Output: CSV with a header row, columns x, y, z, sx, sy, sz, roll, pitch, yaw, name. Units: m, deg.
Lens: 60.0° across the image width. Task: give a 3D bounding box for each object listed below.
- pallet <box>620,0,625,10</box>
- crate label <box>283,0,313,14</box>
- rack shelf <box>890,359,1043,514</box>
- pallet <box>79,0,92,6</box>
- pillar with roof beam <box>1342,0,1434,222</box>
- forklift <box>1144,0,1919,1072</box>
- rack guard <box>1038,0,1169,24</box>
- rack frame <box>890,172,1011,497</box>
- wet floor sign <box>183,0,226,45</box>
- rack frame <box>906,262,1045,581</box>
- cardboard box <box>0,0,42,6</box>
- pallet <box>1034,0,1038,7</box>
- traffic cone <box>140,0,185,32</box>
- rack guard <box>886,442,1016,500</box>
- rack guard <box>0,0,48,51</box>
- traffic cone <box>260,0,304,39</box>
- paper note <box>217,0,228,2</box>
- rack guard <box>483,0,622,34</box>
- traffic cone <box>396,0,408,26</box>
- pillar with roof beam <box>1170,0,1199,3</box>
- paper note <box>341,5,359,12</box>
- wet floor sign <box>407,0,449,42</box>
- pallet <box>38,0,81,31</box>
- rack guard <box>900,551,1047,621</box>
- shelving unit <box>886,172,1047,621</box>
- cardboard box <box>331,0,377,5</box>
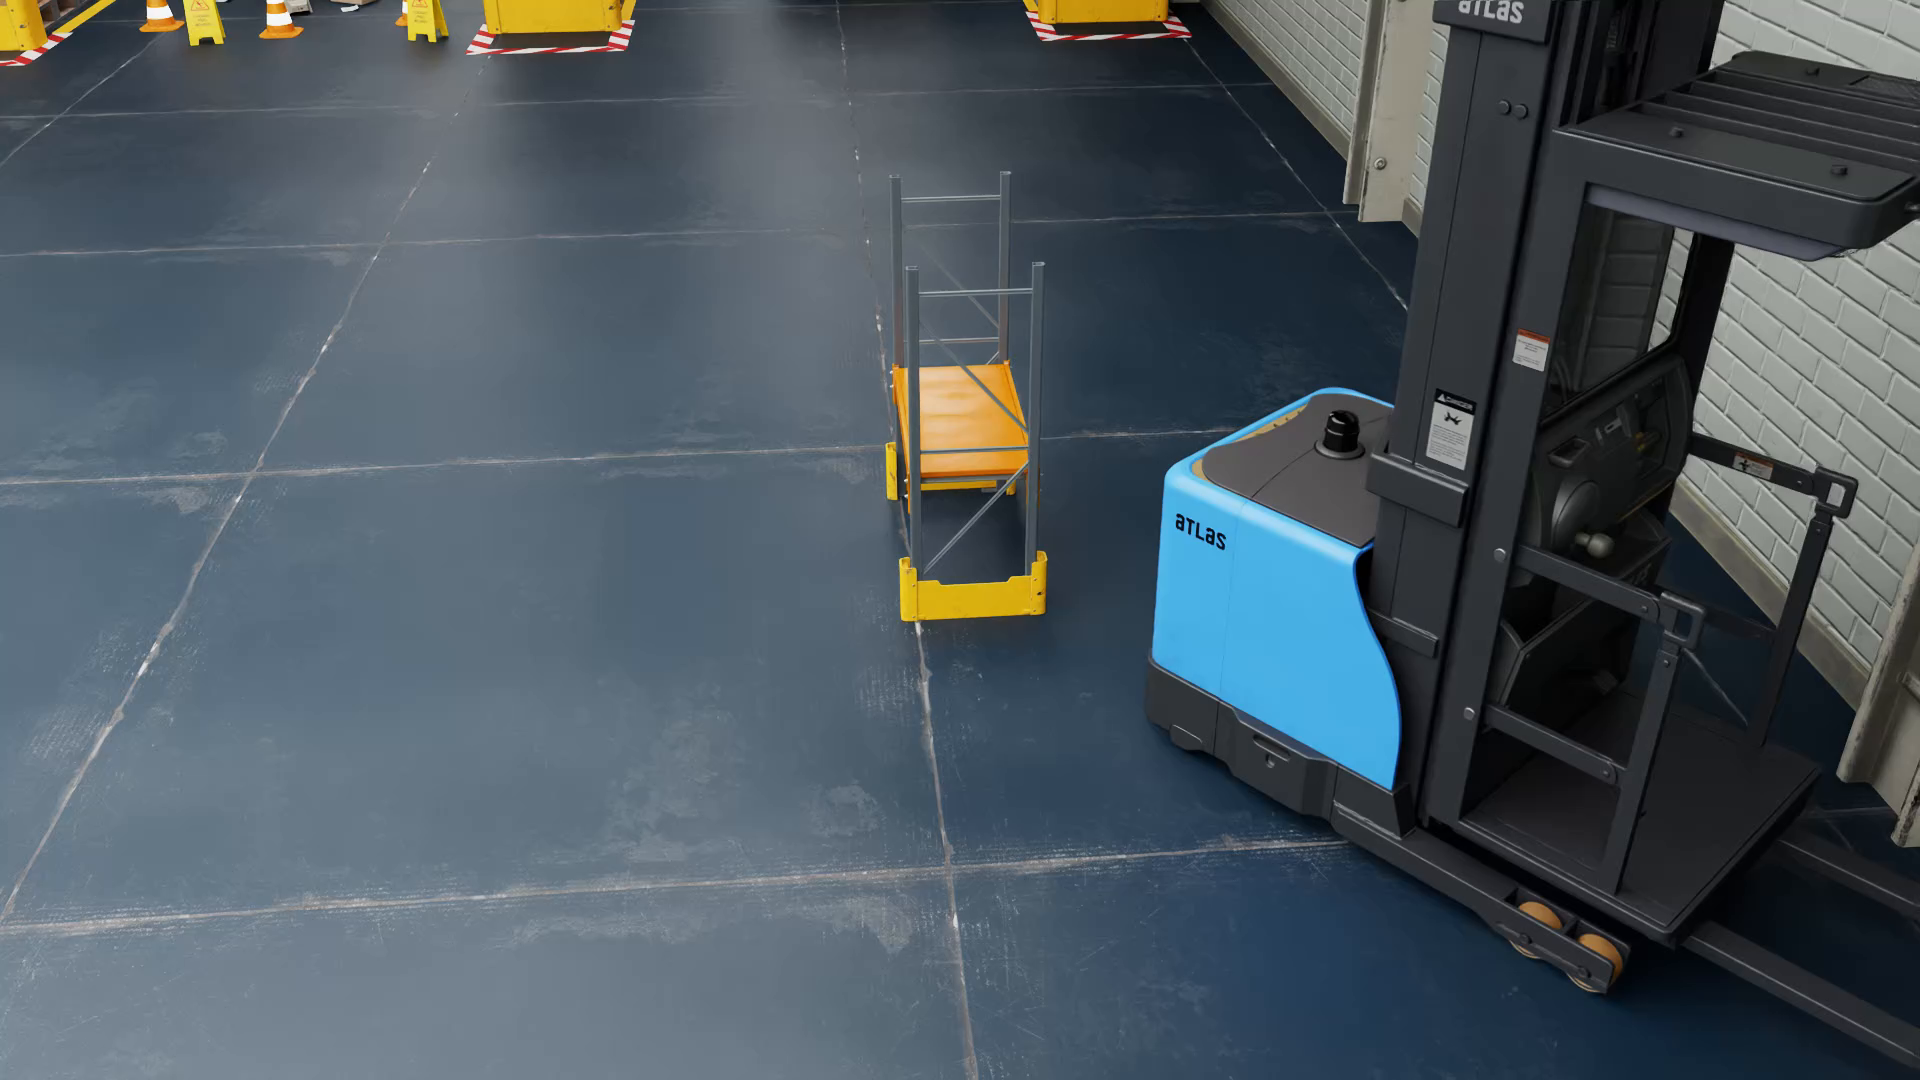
x,y,z,sx,sy,sz,roll,pitch,yaw,name
-3.681,-5.119,15.615,1.003,0.211,1.213,-3,31,-5,pallet
-6.166,-4.961,15.423,0.250,0.136,0.298,-20,36,-30,crate label
0.008,-0.446,6.885,0.538,0.185,1.000,-3,31,-5,rack shelf
-8.816,-5.401,16.087,1.003,0.211,1.213,-3,31,-5,pallet
-1.585,-5.805,8.194,9.100,9.000,0.400,-3,31,-5,pillar with roof beam
2.058,-0.206,4.737,1.130,2.935,3.031,-26,40,-37,forklift
1.311,-5.015,15.159,1.175,0.500,0.348,-3,31,-5,rack guard
-0.040,-0.860,7.227,0.500,1.500,0.032,-3,31,-5,rack frame
-6.578,-4.642,14.392,0.267,0.644,0.232,-8,32,-13,wet floor sign
0.055,-0.341,6.358,0.500,1.500,0.032,-3,31,-5,rack frame
-8.681,-5.184,14.665,0.875,0.875,0.875,-3,31,-4,cardboard box
1.195,-5.292,15.904,1.003,0.211,1.213,-3,31,-5,pallet
-7.188,-4.822,14.872,0.336,0.463,0.334,-3,31,-5,traffic cone
-0.039,-0.323,7.546,0.587,0.250,0.087,-3,31,-5,rack guard
-8.550,-4.487,14.274,1.175,0.500,0.348,-3,31,-5,rack guard
-6.031,-4.703,14.672,0.336,0.463,0.334,-3,31,-5,traffic cone
-7.004,-5.158,15.857,0.144,0.017,0.142,8,32,13,paper note
-3.640,-4.827,14.843,1.175,0.500,0.348,-3,31,-5,rack guard
-4.958,-4.930,15.052,0.336,0.463,0.334,-3,31,-5,traffic cone
-2.145,-8.869,13.322,9.100,9.000,0.400,-3,31,-5,pillar with roof beam
-5.703,-4.974,15.547,0.148,0.019,0.142,-14,33,-22,paper note
-4.681,-4.702,14.493,0.267,0.644,0.232,8,32,13,wet floor sign
-8.705,-4.780,15.046,1.003,0.211,1.213,-3,31,-5,pallet
0.054,0.186,6.695,0.587,0.250,0.087,-3,31,-5,rack guard
0.007,-0.605,6.800,0.587,1.500,1.083,-3,31,-5,shelving unit
-5.767,-5.209,15.826,0.380,0.149,0.250,13,33,21,cardboard box
